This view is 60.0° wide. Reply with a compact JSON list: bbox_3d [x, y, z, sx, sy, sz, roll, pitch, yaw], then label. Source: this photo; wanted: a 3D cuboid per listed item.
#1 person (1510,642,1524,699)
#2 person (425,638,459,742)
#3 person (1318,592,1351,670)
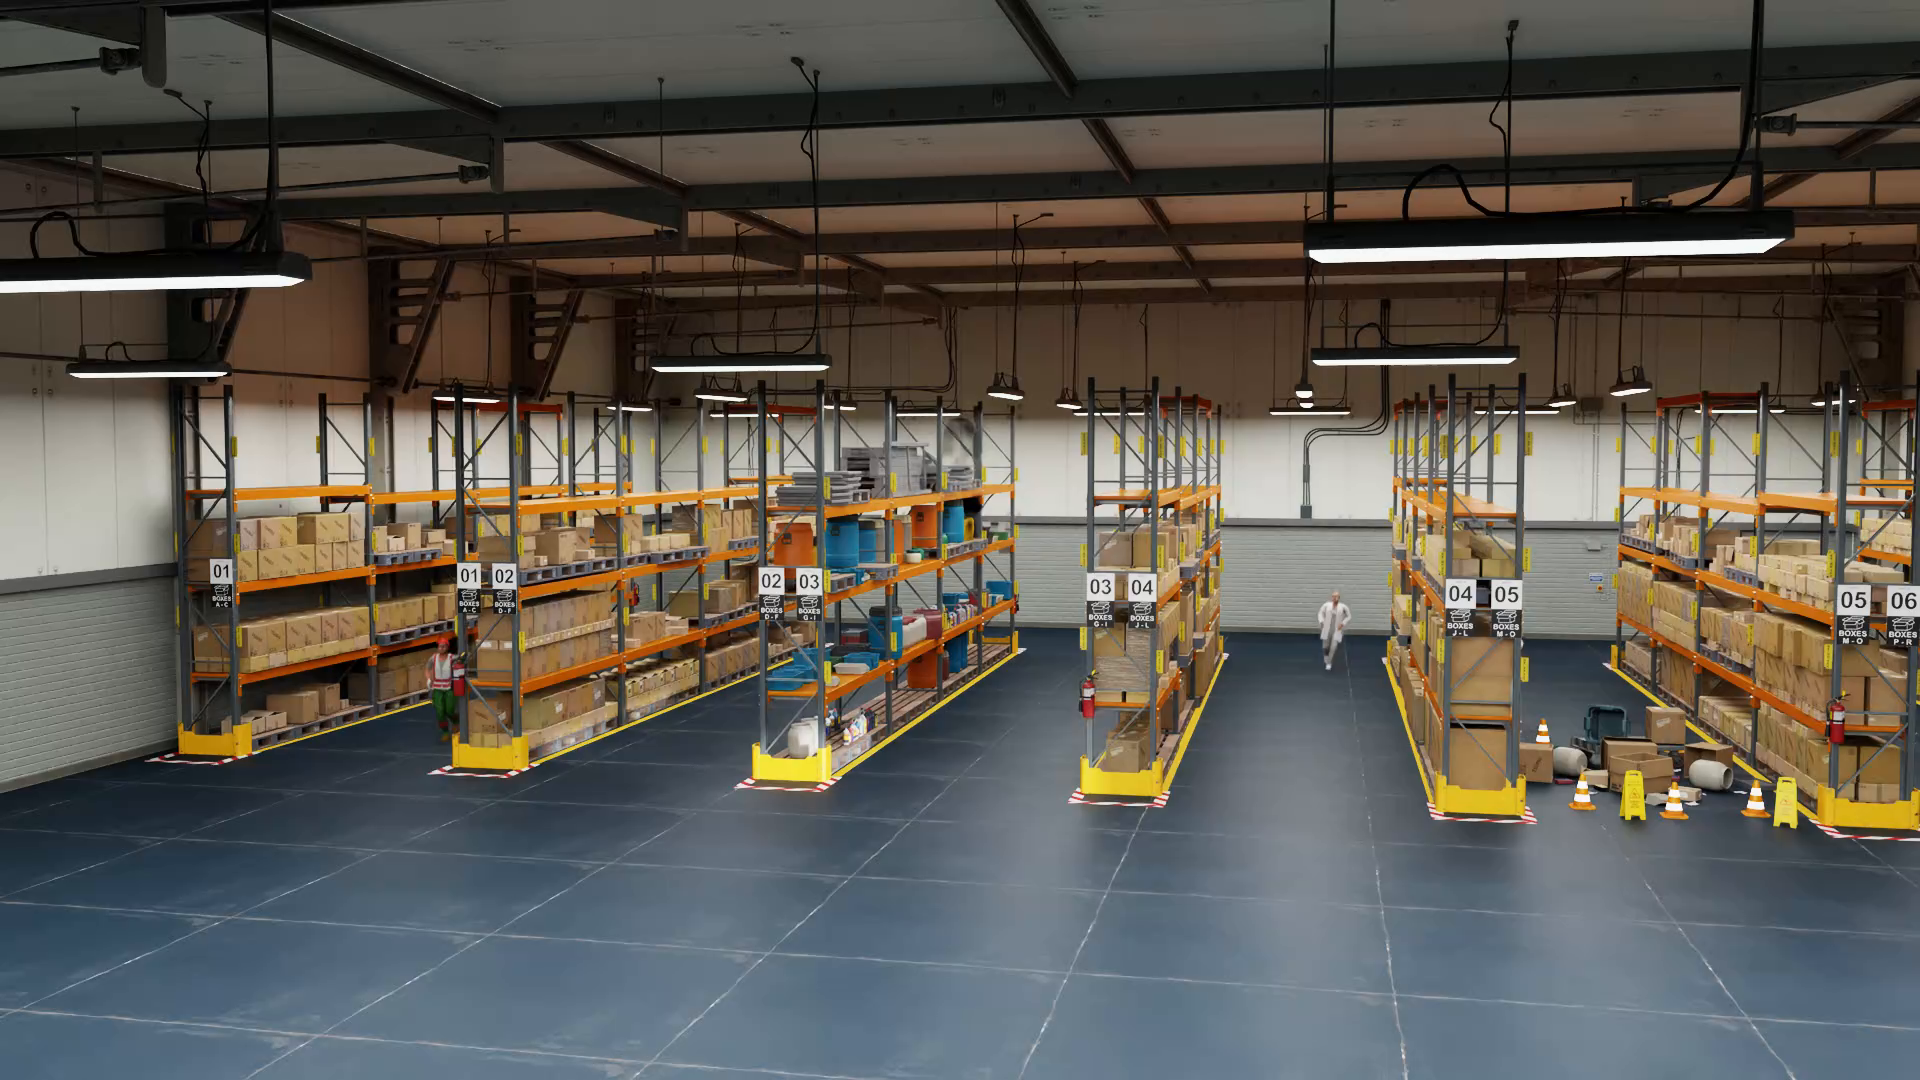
[{"bbox_3d":[10.562,2.423,32.109,0.613,1.658,0.846,1,3,14],"label":"person"},{"bbox_3d":[-8.805,2.538,28.399,0.669,1.749,0.601,0,3,-1],"label":"person"},{"bbox_3d":[8.463,2.042,37.587,0.730,1.739,0.665,1,3,21],"label":"person"}]
